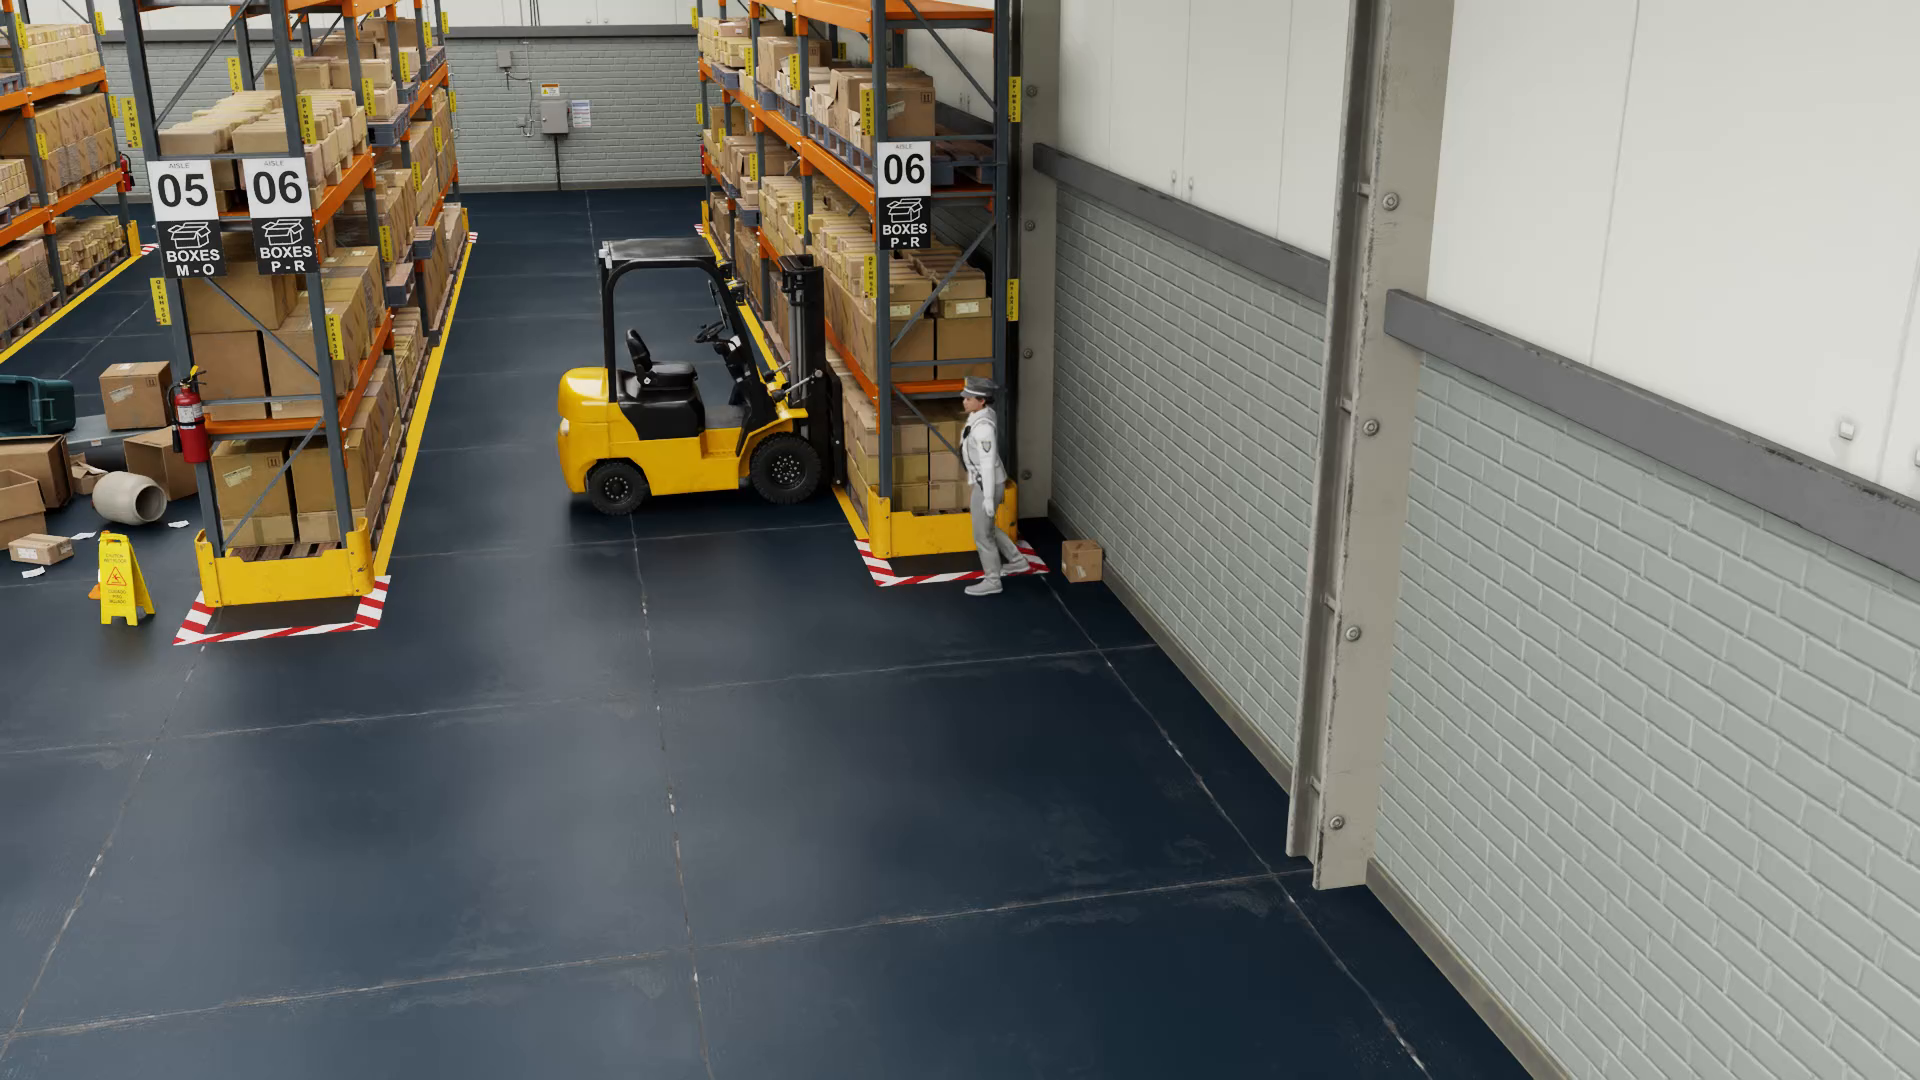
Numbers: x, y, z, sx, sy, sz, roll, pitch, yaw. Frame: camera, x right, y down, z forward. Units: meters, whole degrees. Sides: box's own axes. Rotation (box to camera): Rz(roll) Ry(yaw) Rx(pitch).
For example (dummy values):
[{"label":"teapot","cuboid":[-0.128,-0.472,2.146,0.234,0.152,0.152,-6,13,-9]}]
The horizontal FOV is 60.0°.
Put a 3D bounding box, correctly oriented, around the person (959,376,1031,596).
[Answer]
[{"label":"person","cuboid":[0.262,-0.395,12.148,0.531,1.669,0.532,0,20,1]}]
